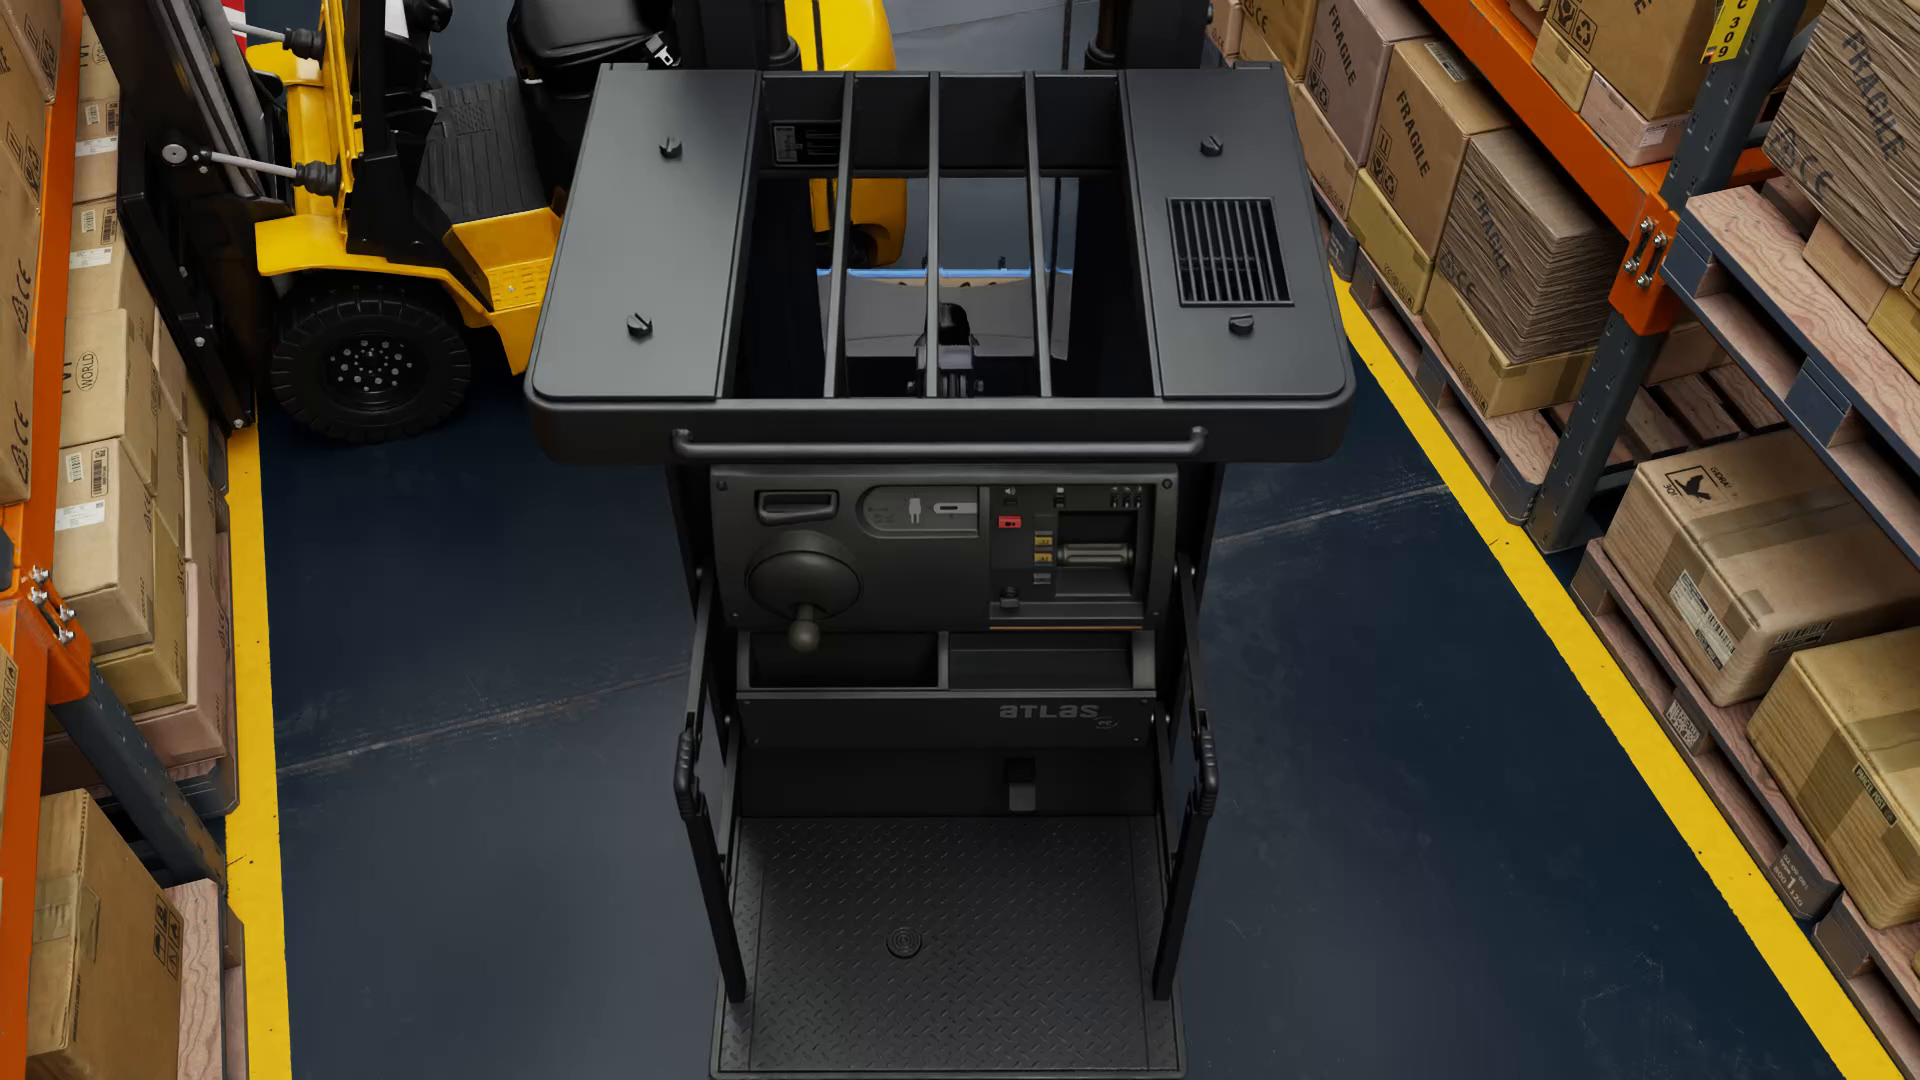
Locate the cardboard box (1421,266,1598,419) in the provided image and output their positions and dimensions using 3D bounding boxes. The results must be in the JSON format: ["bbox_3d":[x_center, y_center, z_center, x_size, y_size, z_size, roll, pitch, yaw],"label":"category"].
[{"bbox_3d":[1.854,-0.692,5.395,0.500,0.250,0.500,-11,51,-9],"label":"cardboard box"}]

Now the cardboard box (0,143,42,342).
[{"bbox_3d":[-2.507,-0.739,3.846,0.500,0.500,0.500,-13,51,-10],"label":"cardboard box"}]

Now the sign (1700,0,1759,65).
[{"bbox_3d":[1.769,-1.223,3.753,0.100,0.325,0.005,-13,51,-11],"label":"sign"}]

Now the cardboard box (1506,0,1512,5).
[{"bbox_3d":[1.756,-1.730,4.911,0.380,0.149,0.250,-14,51,-11],"label":"cardboard box"}]

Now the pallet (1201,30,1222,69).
[{"bbox_3d":[1.331,-2.438,7.167,1.003,0.211,1.213,-13,51,-11],"label":"pallet"}]

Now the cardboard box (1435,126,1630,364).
[{"bbox_3d":[1.854,-0.934,5.109,0.500,0.500,0.500,-14,51,-11],"label":"cardboard box"}]

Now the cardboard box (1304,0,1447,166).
[{"bbox_3d":[1.550,-1.678,5.736,0.500,0.500,0.500,-11,51,-9],"label":"cardboard box"}]

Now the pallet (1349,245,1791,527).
[{"bbox_3d":[2.053,-0.656,5.665,1.003,0.211,1.213,-13,51,-11],"label":"pallet"}]

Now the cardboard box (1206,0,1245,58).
[{"bbox_3d":[1.221,-2.216,6.680,0.500,0.250,0.500,-12,51,-10],"label":"cardboard box"}]

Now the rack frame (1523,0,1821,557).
[{"bbox_3d":[2.285,-1.072,4.192,1.000,3.000,0.127,-13,51,-11],"label":"rack frame"}]

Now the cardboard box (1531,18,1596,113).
[{"bbox_3d":[1.819,-1.337,4.580,0.380,0.149,0.250,-12,51,-10],"label":"cardboard box"}]

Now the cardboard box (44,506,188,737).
[{"bbox_3d":[-2.303,0.220,4.299,0.500,0.250,0.500,-14,51,-11],"label":"cardboard box"}]

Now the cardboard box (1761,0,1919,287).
[{"bbox_3d":[2.150,-0.928,3.536,0.500,0.500,0.500,-12,51,-10],"label":"cardboard box"}]

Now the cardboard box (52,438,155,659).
[{"bbox_3d":[-2.298,0.058,4.109,0.500,0.250,0.500,-14,51,-12],"label":"cardboard box"}]

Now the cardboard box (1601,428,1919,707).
[{"bbox_3d":[2.443,0.022,4.713,0.950,0.372,0.625,-13,51,-11],"label":"cardboard box"}]

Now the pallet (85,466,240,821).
[{"bbox_3d":[-2.650,0.362,4.807,1.003,0.211,1.213,-13,51,-11],"label":"pallet"}]

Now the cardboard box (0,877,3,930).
[{"bbox_3d":[-1.902,0.776,2.732,0.500,0.250,0.500,-14,51,-11],"label":"cardboard box"}]

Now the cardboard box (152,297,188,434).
[{"bbox_3d":[-2.592,-0.517,4.921,0.500,0.250,0.500,-14,51,-11],"label":"cardboard box"}]

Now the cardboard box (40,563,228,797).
[{"bbox_3d":[-2.282,0.376,4.495,0.500,0.250,0.500,-13,51,-11],"label":"cardboard box"}]

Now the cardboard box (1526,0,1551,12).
[{"bbox_3d":[1.758,-1.843,4.582,0.500,0.500,0.500,-12,51,-10],"label":"cardboard box"}]

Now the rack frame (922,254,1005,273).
[{"bbox_3d":[0.010,-0.527,5.106,0.240,0.900,0.006,0,50,0],"label":"rack frame"}]

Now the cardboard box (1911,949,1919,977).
[{"bbox_3d":[2.866,1.054,3.844,0.950,0.372,0.625,-12,51,-10],"label":"cardboard box"}]

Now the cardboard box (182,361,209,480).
[{"bbox_3d":[-2.614,-0.363,5.118,0.500,0.250,0.500,-13,51,-10],"label":"cardboard box"}]

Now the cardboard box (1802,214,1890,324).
[{"bbox_3d":[2.147,-0.651,3.727,0.380,0.149,0.250,-13,51,-10],"label":"cardboard box"}]

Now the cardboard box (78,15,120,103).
[{"bbox_3d":[-2.889,-1.436,5.368,0.500,0.250,0.500,-13,51,-11],"label":"cardboard box"}]

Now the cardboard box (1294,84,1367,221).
[{"bbox_3d":[1.541,-1.451,6.035,0.500,0.250,0.500,-13,51,-10],"label":"cardboard box"}]

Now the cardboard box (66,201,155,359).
[{"bbox_3d":[-2.598,-0.679,4.730,0.500,0.250,0.500,-12,51,-10],"label":"cardboard box"}]

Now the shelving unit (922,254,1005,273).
[{"bbox_3d":[0.010,-0.450,5.041,0.258,0.900,0.210,0,50,0],"label":"shelving unit"}]

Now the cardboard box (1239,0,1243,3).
[{"bbox_3d":[1.243,-2.434,6.374,0.500,0.500,0.500,-15,52,-12],"label":"cardboard box"}]

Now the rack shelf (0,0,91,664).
[{"bbox_3d":[-3.047,-1.176,4.750,1.077,0.370,4.000,-13,51,-11],"label":"rack shelf"}]

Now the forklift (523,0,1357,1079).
[{"bbox_3d":[-0.028,0.139,3.216,1.130,2.935,3.031,0,50,0],"label":"forklift"}]

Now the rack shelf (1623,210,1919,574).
[{"bbox_3d":[2.877,0.621,3.235,1.077,0.370,4.000,-13,51,-11],"label":"rack shelf"}]

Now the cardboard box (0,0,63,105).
[{"bbox_3d":[-2.786,-1.481,4.471,0.500,0.500,0.500,-13,51,-11],"label":"cardboard box"}]

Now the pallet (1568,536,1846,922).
[{"bbox_3d":[2.517,0.395,4.779,1.003,0.211,1.213,-13,51,-11],"label":"pallet"}]

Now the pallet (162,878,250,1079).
[{"bbox_3d":[-2.200,1.481,3.863,1.003,0.211,1.213,-13,51,-11],"label":"pallet"}]
